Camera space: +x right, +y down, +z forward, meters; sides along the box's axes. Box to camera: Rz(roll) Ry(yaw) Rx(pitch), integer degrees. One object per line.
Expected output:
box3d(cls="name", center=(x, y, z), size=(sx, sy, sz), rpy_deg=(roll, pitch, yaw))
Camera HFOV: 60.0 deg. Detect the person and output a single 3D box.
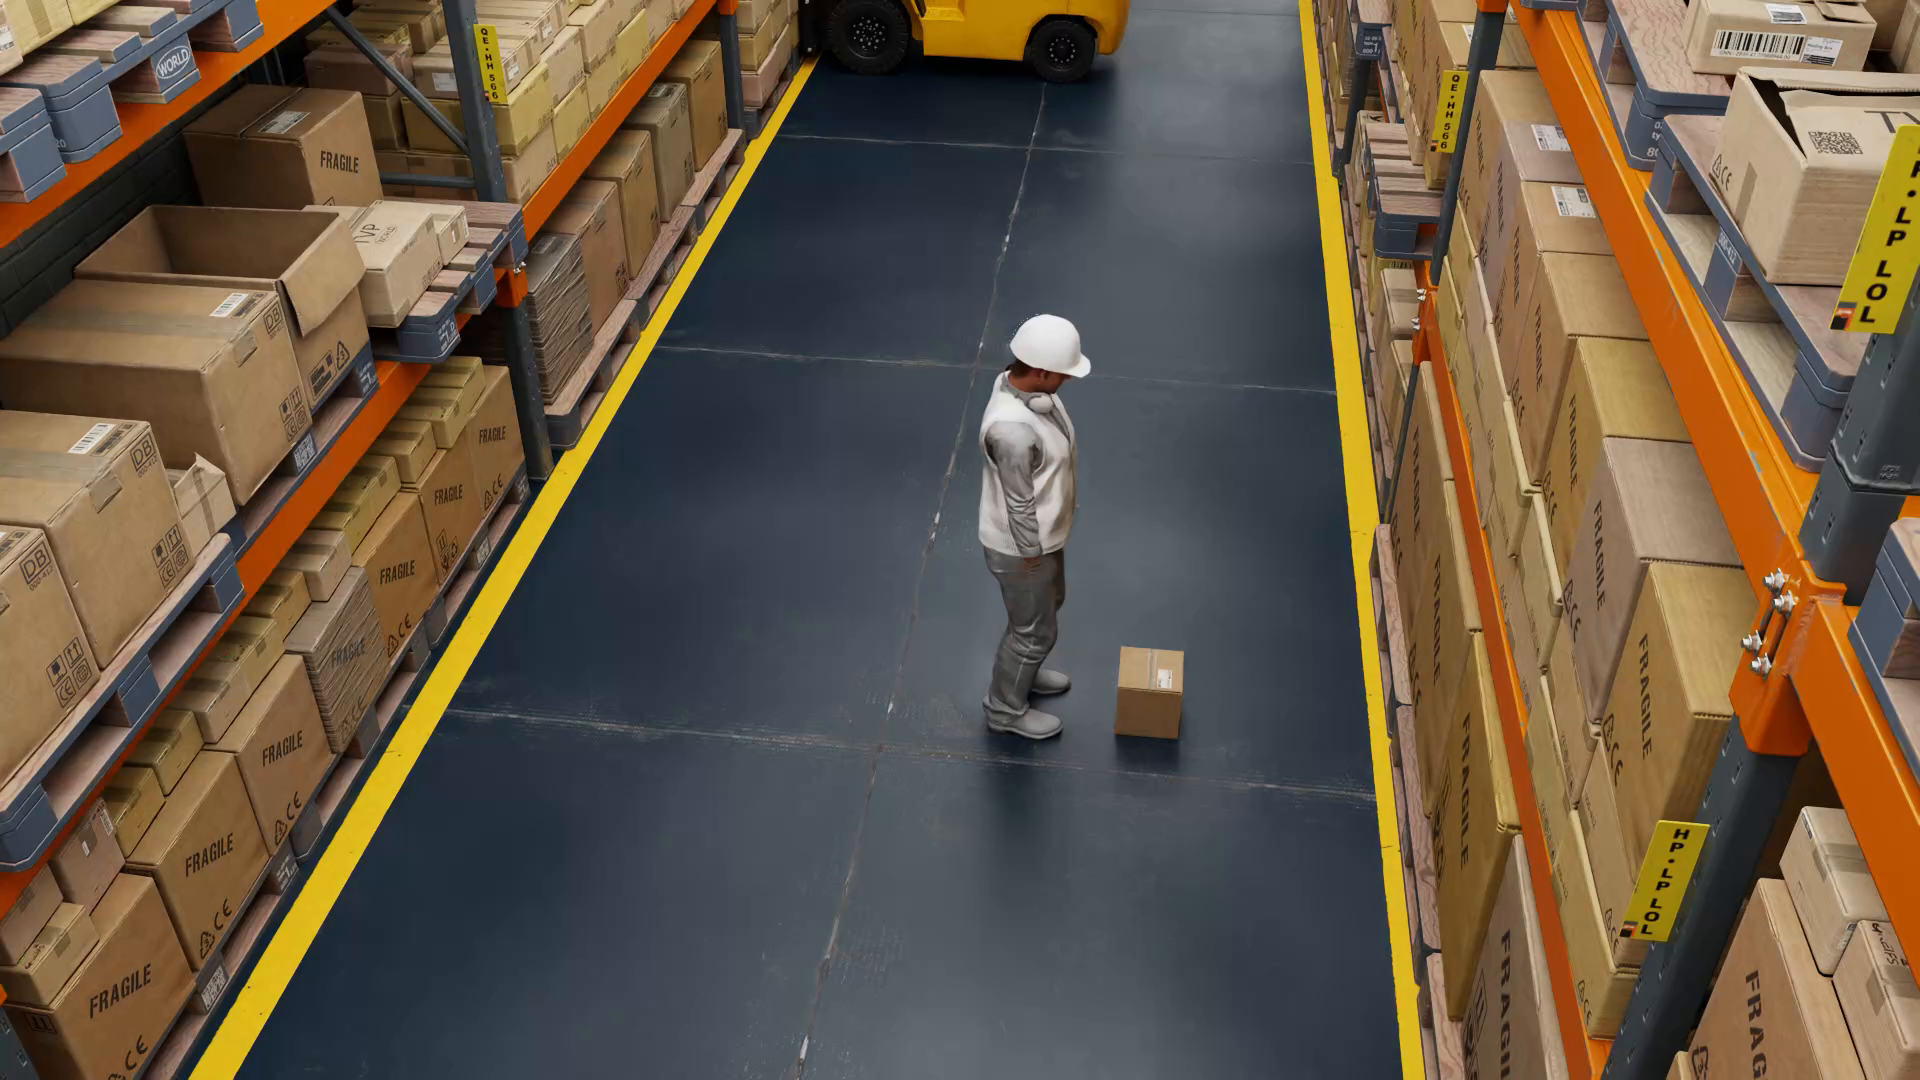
box3d(cls="person", center=(0.266, -0.056, 6.220), size=(0.378, 1.760, 0.538), rpy_deg=(5, 36, 7))
